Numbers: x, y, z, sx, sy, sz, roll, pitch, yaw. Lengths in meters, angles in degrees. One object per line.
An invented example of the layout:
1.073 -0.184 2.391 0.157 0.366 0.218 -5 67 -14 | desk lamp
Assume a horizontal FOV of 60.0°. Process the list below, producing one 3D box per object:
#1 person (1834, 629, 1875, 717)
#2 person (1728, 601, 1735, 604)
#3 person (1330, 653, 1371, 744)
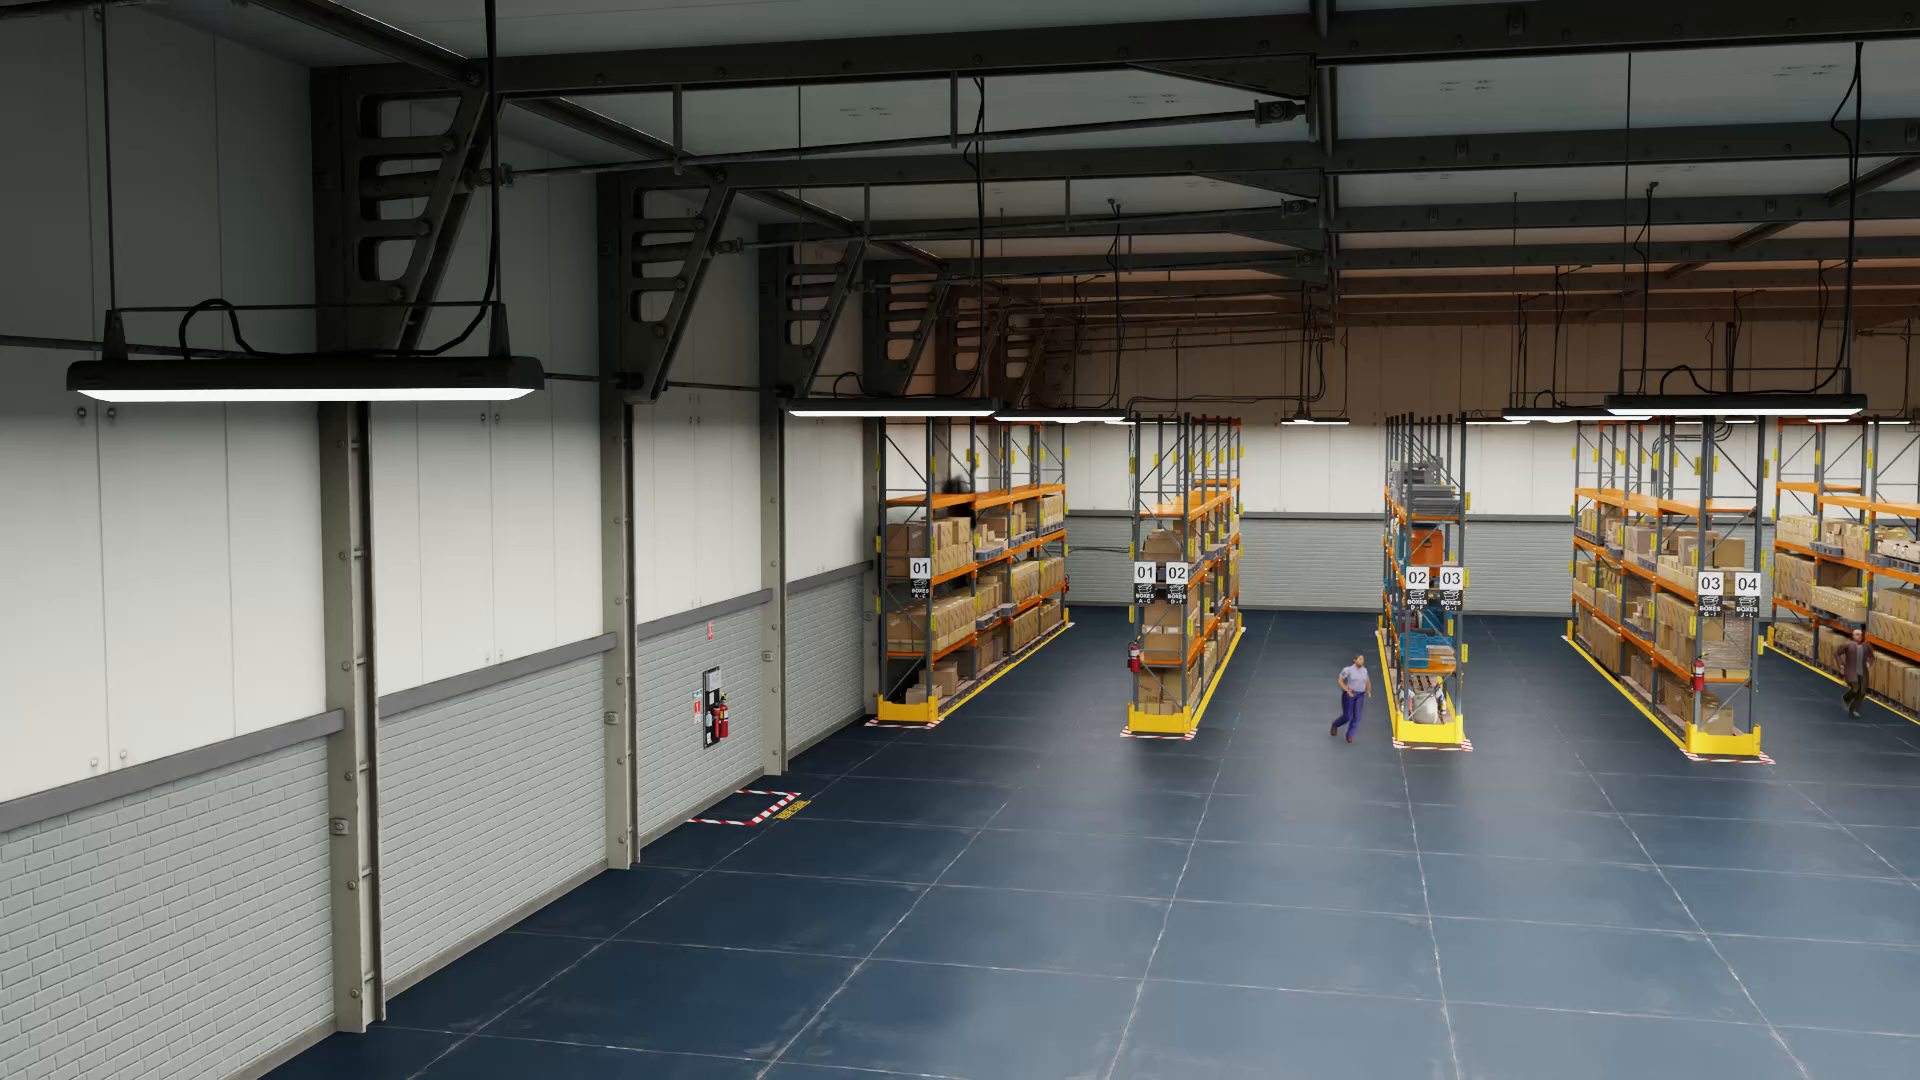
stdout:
17.682 2.635 32.779 0.701 1.735 0.624 0 4 7 | person
19.860 2.010 43.157 0.584 1.463 0.472 3 5 41 | person
7.200 2.872 30.389 0.693 1.607 0.676 -1 4 -17 | person
